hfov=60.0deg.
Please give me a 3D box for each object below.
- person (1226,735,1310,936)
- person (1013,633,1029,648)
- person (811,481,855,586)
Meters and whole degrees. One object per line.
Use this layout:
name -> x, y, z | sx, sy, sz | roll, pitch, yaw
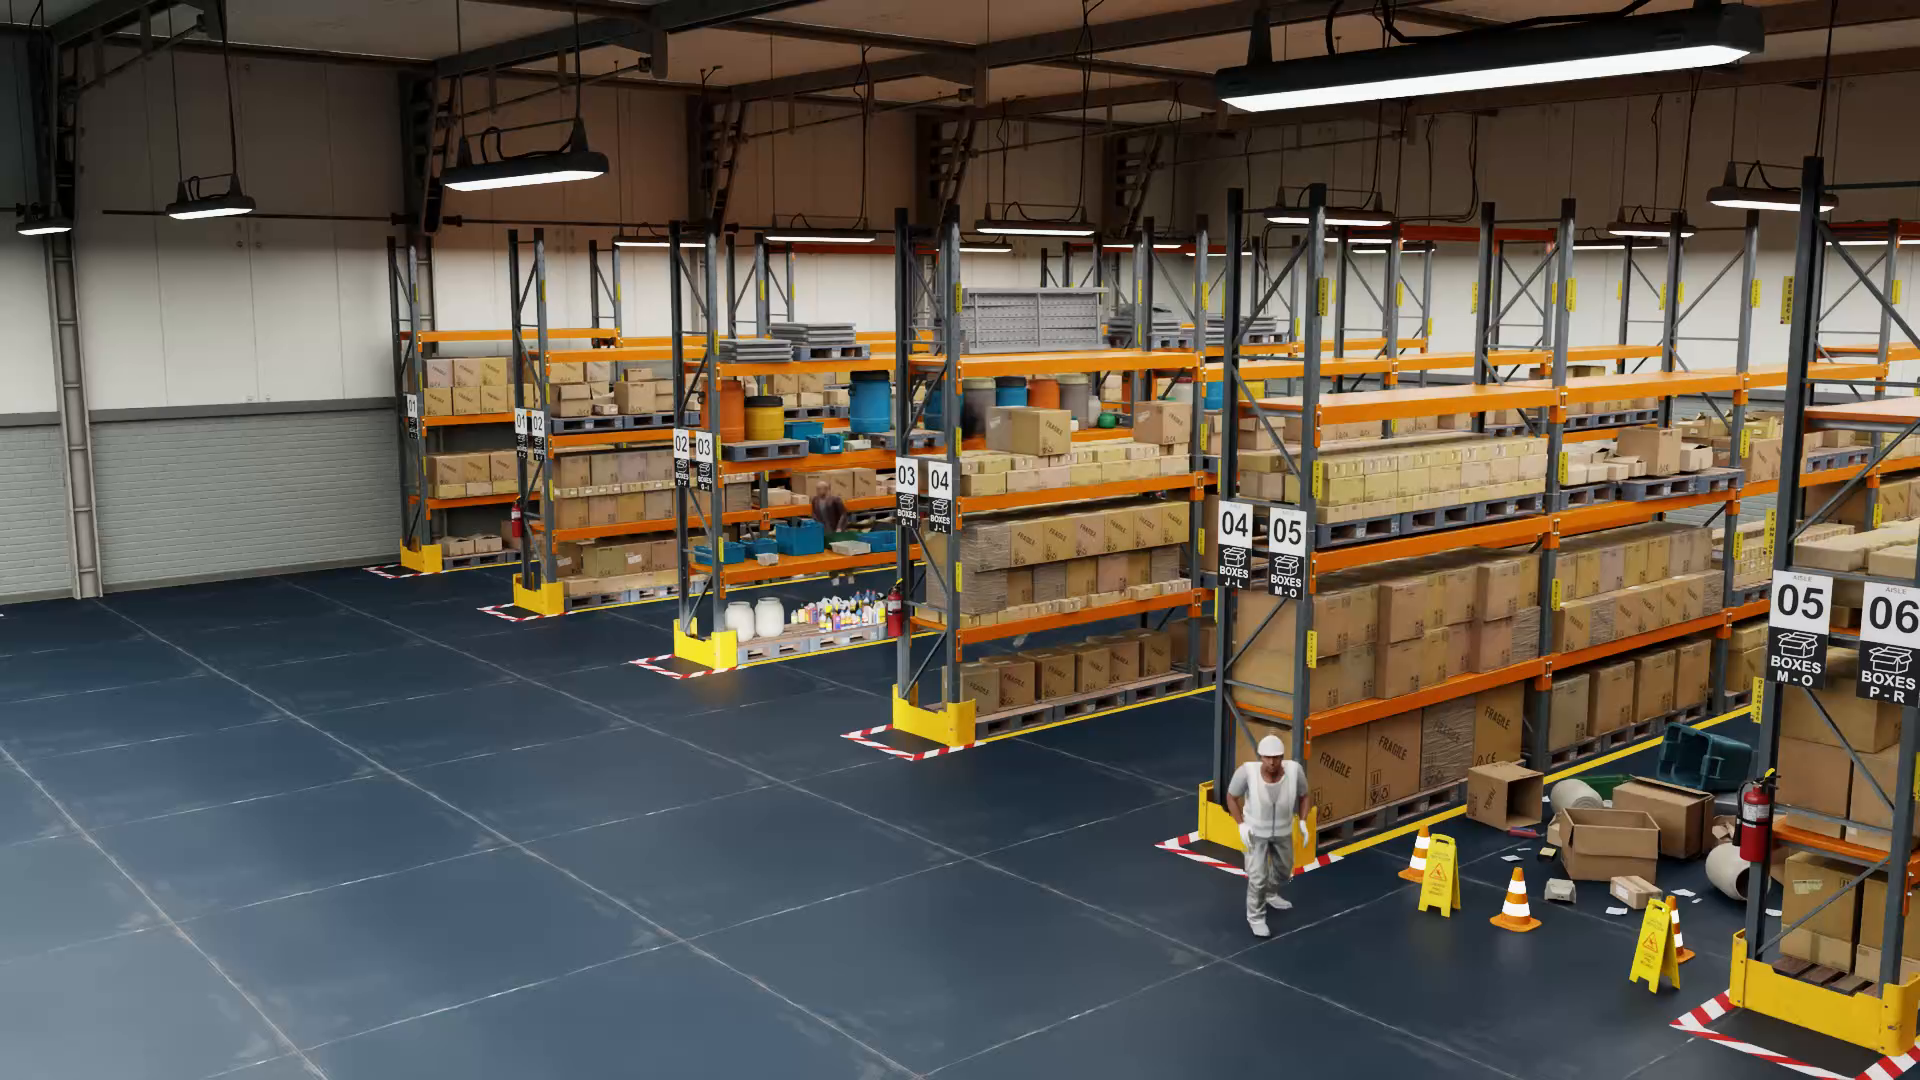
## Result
person -> 2.444, 2.309, 13.302 | 0.680, 1.692, 0.869 | -1, 9, -8
person -> 0.846, 0.517, 22.983 | 0.650, 1.906, 0.822 | 9, 12, 44
person -> -2.087, -0.124, 27.138 | 0.684, 1.740, 0.736 | 3, 9, 17
